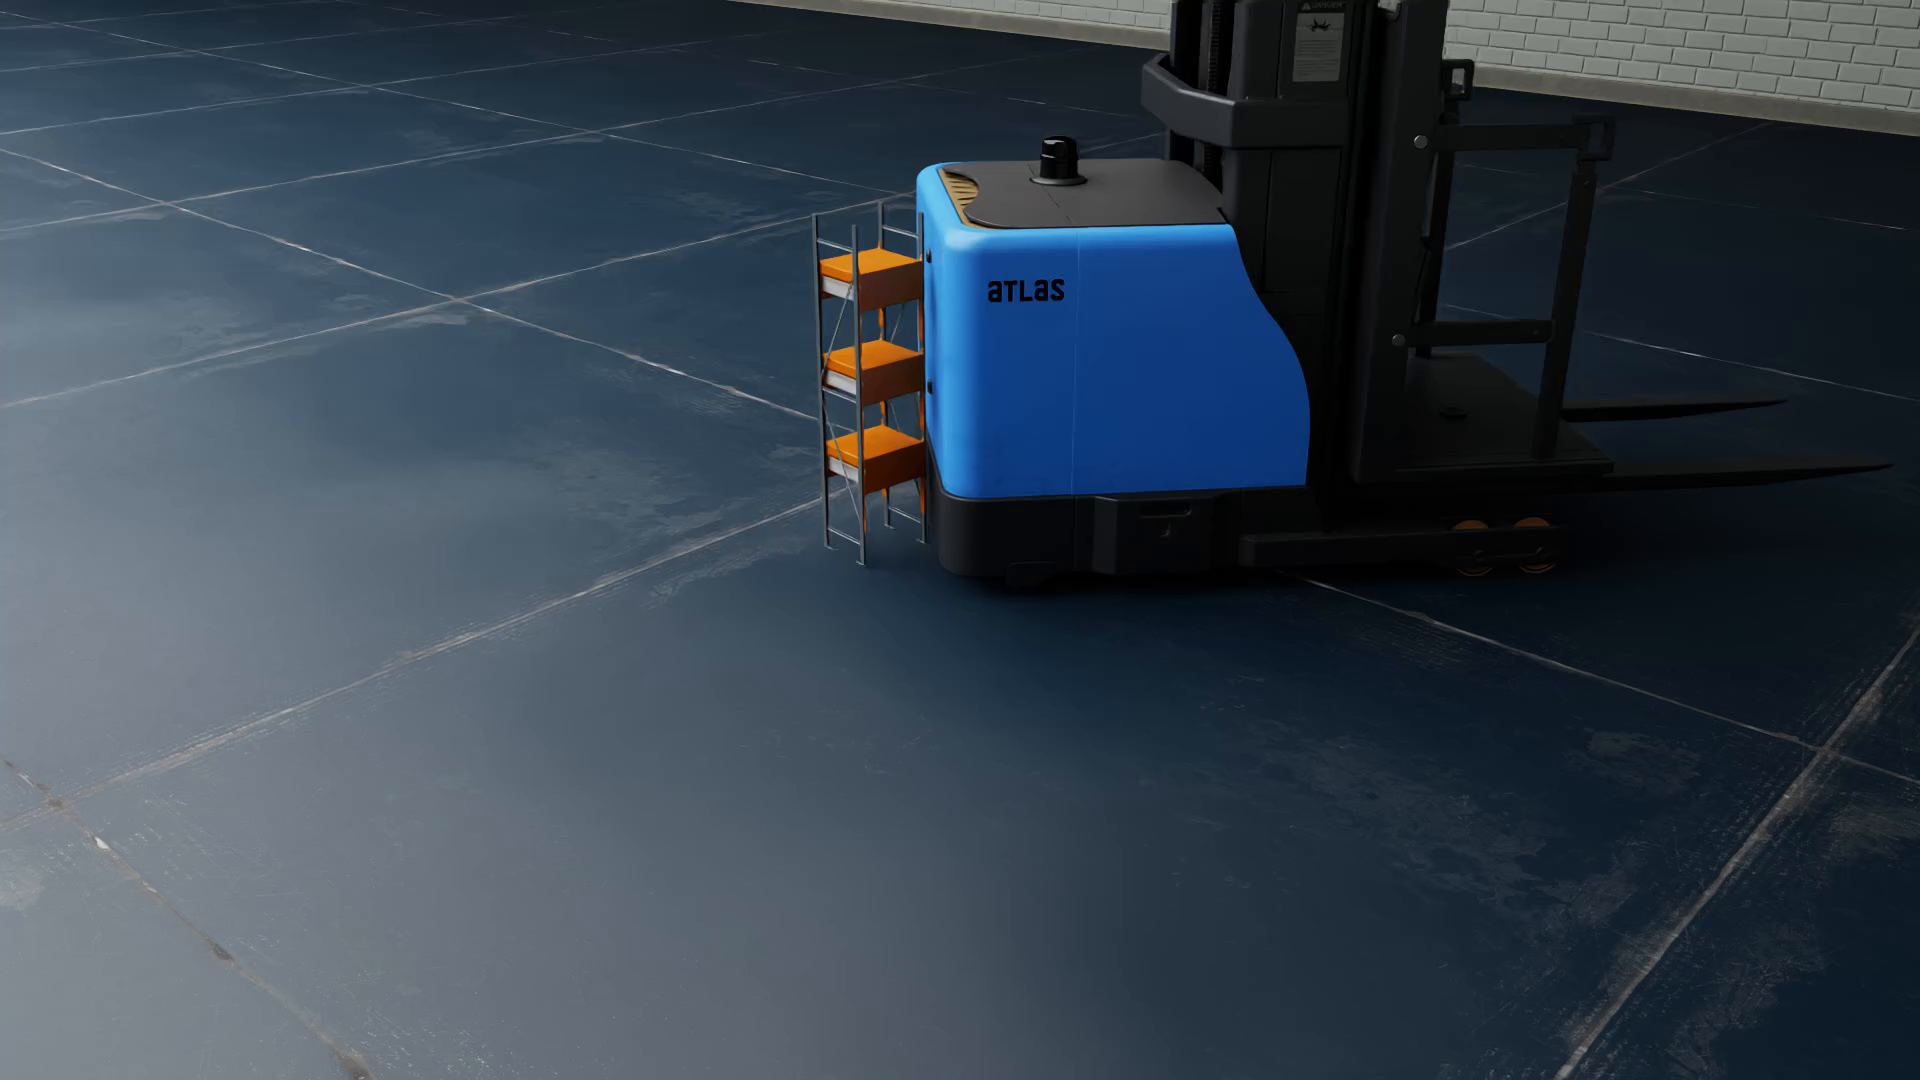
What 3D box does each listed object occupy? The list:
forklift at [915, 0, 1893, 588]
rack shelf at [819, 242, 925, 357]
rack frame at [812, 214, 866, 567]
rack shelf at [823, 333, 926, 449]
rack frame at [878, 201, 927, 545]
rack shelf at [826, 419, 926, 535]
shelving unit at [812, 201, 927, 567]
[{"bbox_3d":[1.401,-1.441,4.881,3.031,2.935,1.130,-3,24,-6],"label":"forklift"},{"bbox_3d":[-0.264,-0.709,4.881,0.240,0.259,0.215,-20,31,-37],"label":"rack shelf"},{"bbox_3d":[-0.355,-0.427,4.919,0.008,1.050,0.200,-20,31,-37],"label":"rack frame"},{"bbox_3d":[-0.264,-0.450,4.997,0.240,0.259,0.215,-20,31,-37],"label":"rack shelf"},{"bbox_3d":[-0.173,-0.493,5.067,0.008,1.050,0.200,-20,31,-37],"label":"rack frame"},{"bbox_3d":[-0.264,-0.197,5.111,0.240,0.259,0.215,-20,31,-37],"label":"rack shelf"},{"bbox_3d":[-0.264,-0.460,4.993,0.252,1.050,0.215,-20,31,-37],"label":"shelving unit"}]
